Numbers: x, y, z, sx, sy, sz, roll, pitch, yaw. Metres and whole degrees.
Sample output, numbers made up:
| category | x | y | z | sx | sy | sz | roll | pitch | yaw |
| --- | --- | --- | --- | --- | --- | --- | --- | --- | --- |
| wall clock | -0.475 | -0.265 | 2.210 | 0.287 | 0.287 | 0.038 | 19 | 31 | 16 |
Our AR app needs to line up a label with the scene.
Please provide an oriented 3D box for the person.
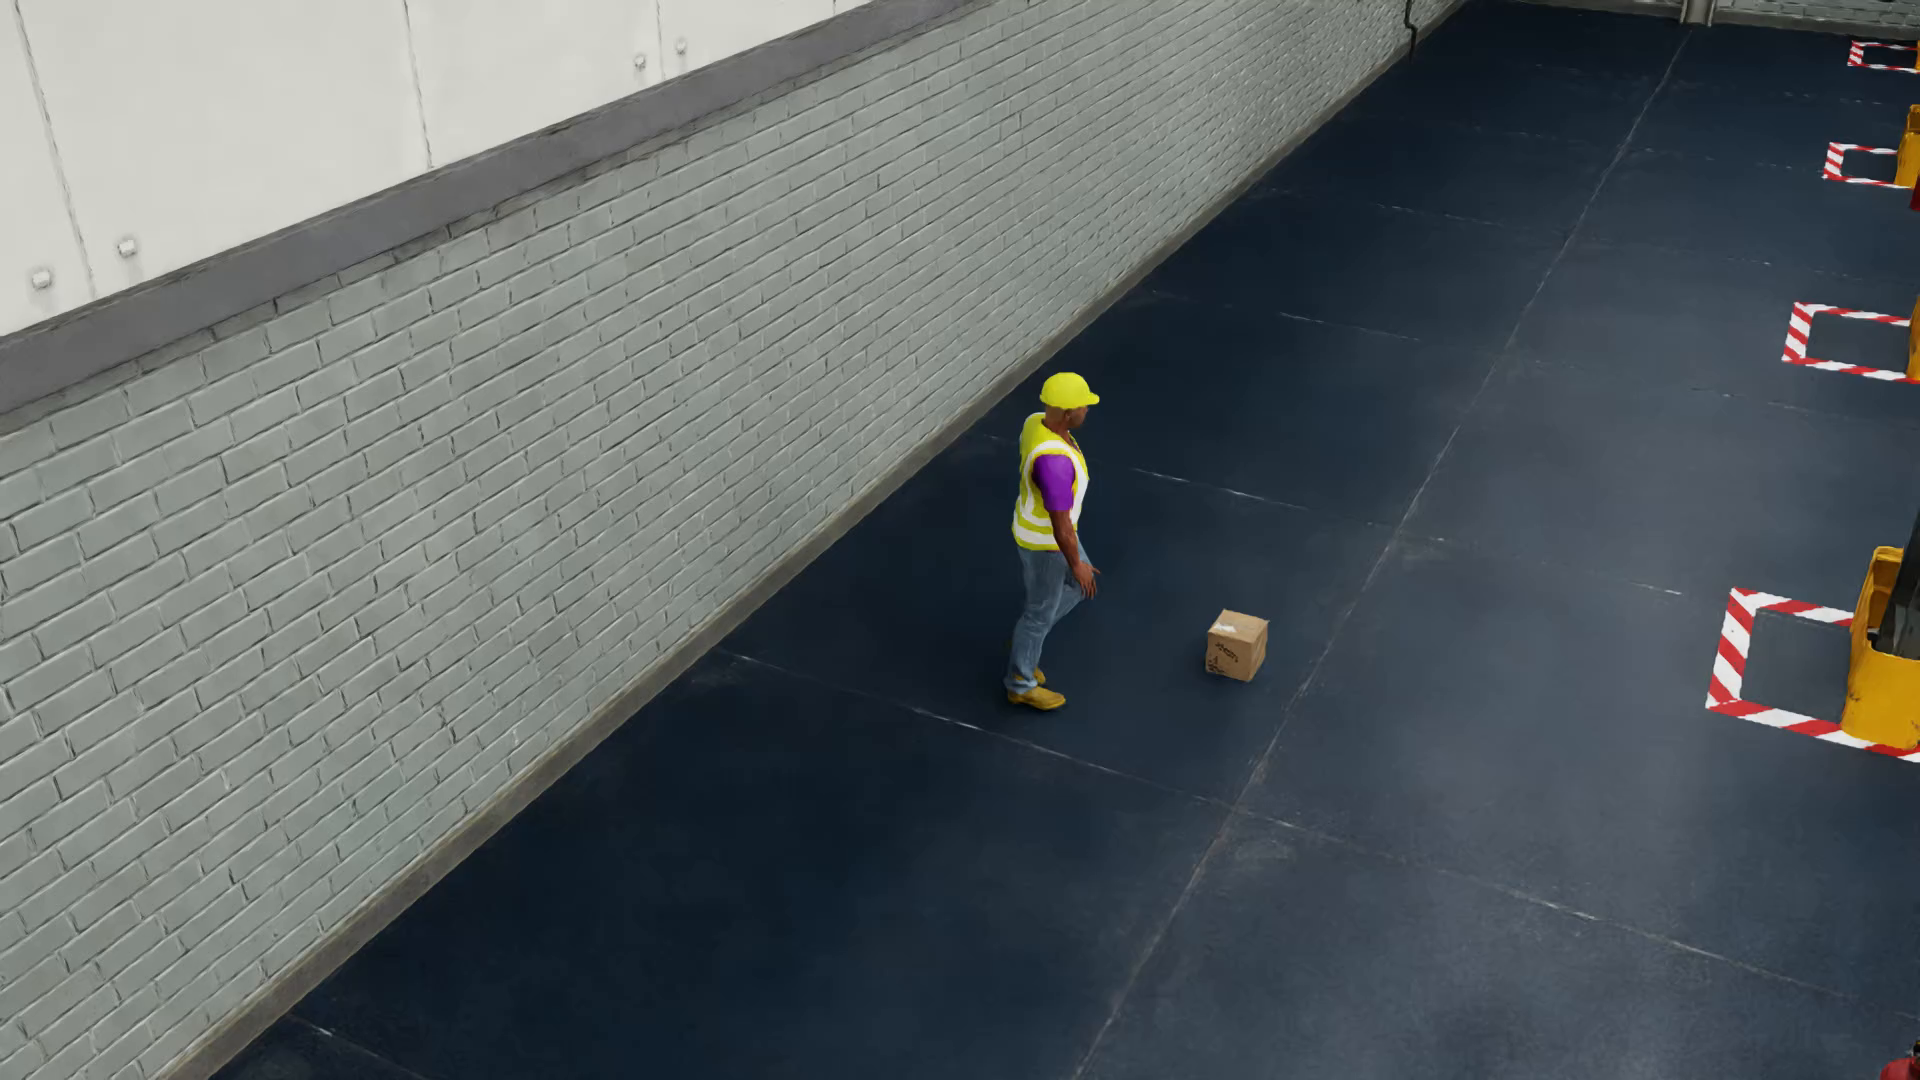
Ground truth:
| category | x | y | z | sx | sy | sz | roll | pitch | yaw |
| --- | --- | --- | --- | --- | --- | --- | --- | --- | --- |
| person | 0.453 | -0.014 | 8.256 | 0.471 | 1.758 | 0.728 | -1 | 30 | -1 |
